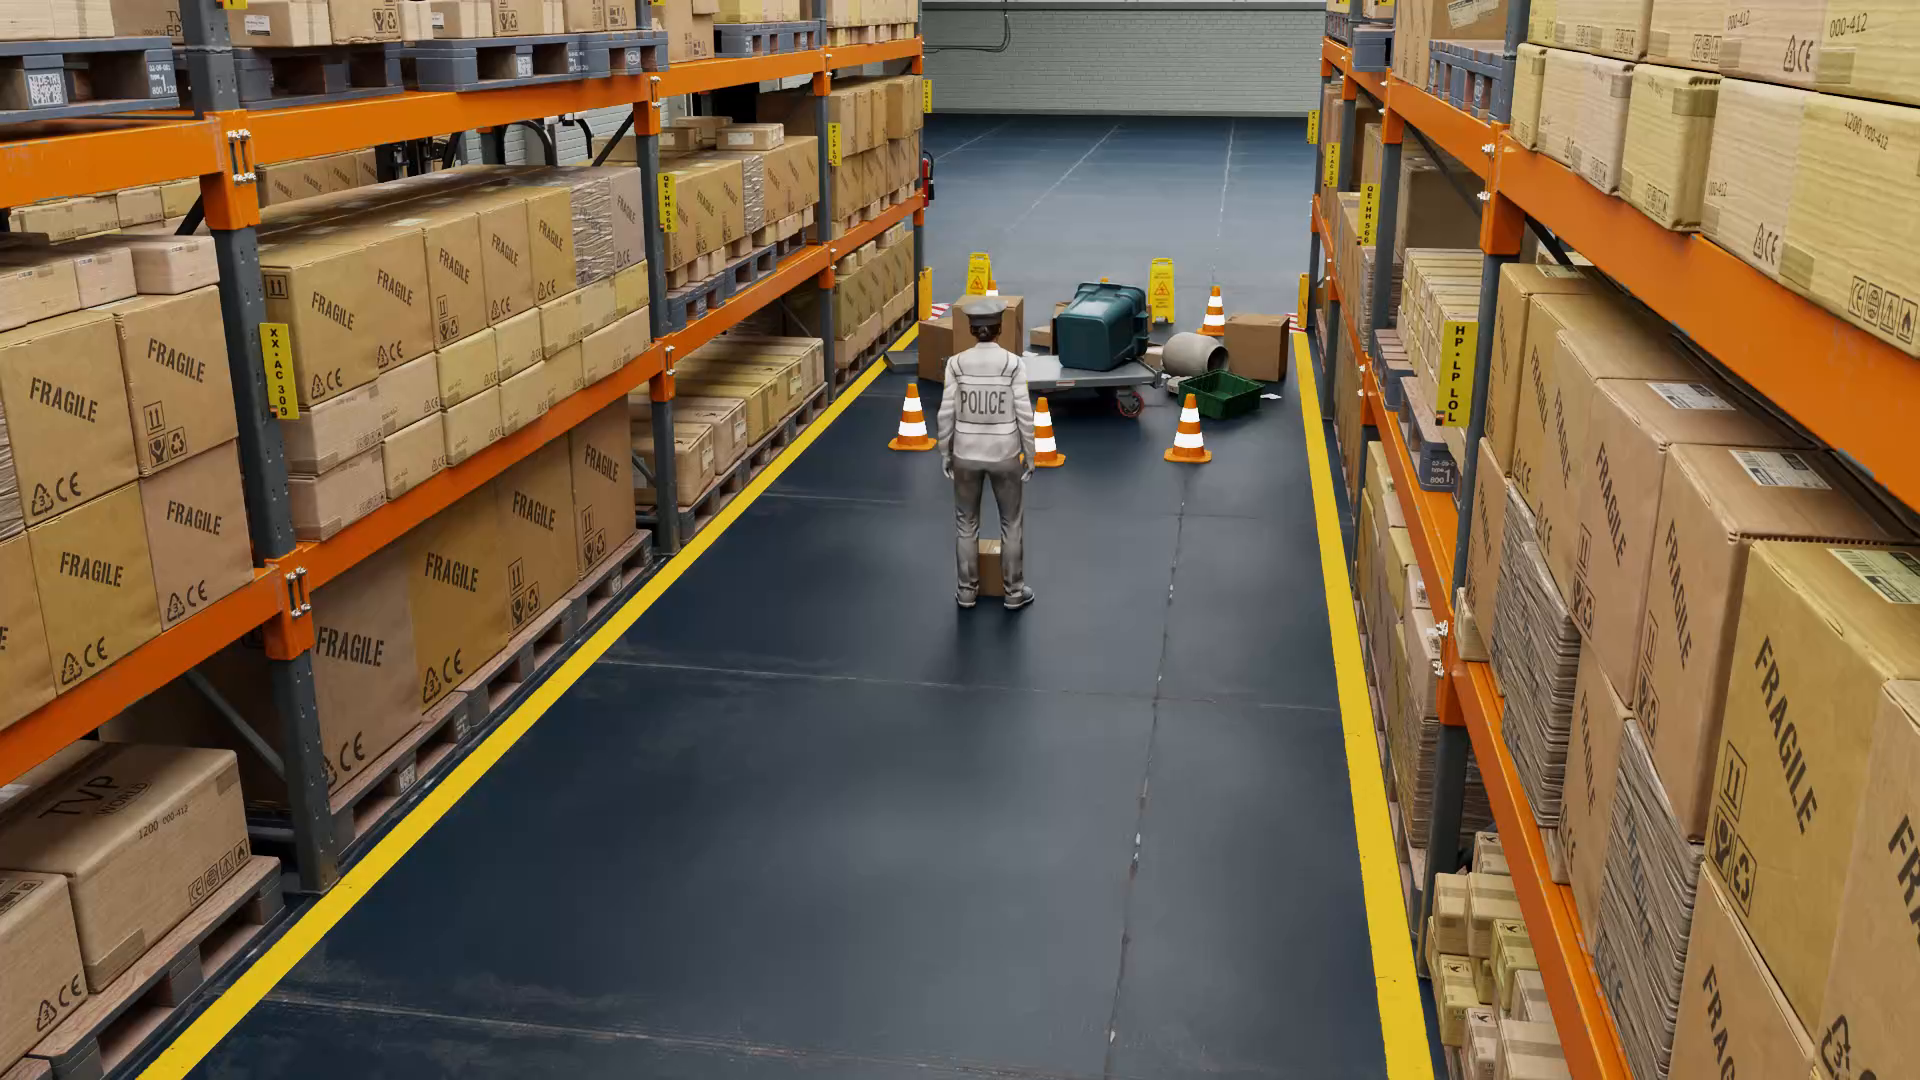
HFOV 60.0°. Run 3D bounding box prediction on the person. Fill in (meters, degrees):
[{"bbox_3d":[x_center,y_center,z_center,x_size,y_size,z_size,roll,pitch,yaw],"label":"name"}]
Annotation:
[{"bbox_3d":[0.146,-0.441,8.906,0.526,1.663,0.374,3,18,8],"label":"person"}]
